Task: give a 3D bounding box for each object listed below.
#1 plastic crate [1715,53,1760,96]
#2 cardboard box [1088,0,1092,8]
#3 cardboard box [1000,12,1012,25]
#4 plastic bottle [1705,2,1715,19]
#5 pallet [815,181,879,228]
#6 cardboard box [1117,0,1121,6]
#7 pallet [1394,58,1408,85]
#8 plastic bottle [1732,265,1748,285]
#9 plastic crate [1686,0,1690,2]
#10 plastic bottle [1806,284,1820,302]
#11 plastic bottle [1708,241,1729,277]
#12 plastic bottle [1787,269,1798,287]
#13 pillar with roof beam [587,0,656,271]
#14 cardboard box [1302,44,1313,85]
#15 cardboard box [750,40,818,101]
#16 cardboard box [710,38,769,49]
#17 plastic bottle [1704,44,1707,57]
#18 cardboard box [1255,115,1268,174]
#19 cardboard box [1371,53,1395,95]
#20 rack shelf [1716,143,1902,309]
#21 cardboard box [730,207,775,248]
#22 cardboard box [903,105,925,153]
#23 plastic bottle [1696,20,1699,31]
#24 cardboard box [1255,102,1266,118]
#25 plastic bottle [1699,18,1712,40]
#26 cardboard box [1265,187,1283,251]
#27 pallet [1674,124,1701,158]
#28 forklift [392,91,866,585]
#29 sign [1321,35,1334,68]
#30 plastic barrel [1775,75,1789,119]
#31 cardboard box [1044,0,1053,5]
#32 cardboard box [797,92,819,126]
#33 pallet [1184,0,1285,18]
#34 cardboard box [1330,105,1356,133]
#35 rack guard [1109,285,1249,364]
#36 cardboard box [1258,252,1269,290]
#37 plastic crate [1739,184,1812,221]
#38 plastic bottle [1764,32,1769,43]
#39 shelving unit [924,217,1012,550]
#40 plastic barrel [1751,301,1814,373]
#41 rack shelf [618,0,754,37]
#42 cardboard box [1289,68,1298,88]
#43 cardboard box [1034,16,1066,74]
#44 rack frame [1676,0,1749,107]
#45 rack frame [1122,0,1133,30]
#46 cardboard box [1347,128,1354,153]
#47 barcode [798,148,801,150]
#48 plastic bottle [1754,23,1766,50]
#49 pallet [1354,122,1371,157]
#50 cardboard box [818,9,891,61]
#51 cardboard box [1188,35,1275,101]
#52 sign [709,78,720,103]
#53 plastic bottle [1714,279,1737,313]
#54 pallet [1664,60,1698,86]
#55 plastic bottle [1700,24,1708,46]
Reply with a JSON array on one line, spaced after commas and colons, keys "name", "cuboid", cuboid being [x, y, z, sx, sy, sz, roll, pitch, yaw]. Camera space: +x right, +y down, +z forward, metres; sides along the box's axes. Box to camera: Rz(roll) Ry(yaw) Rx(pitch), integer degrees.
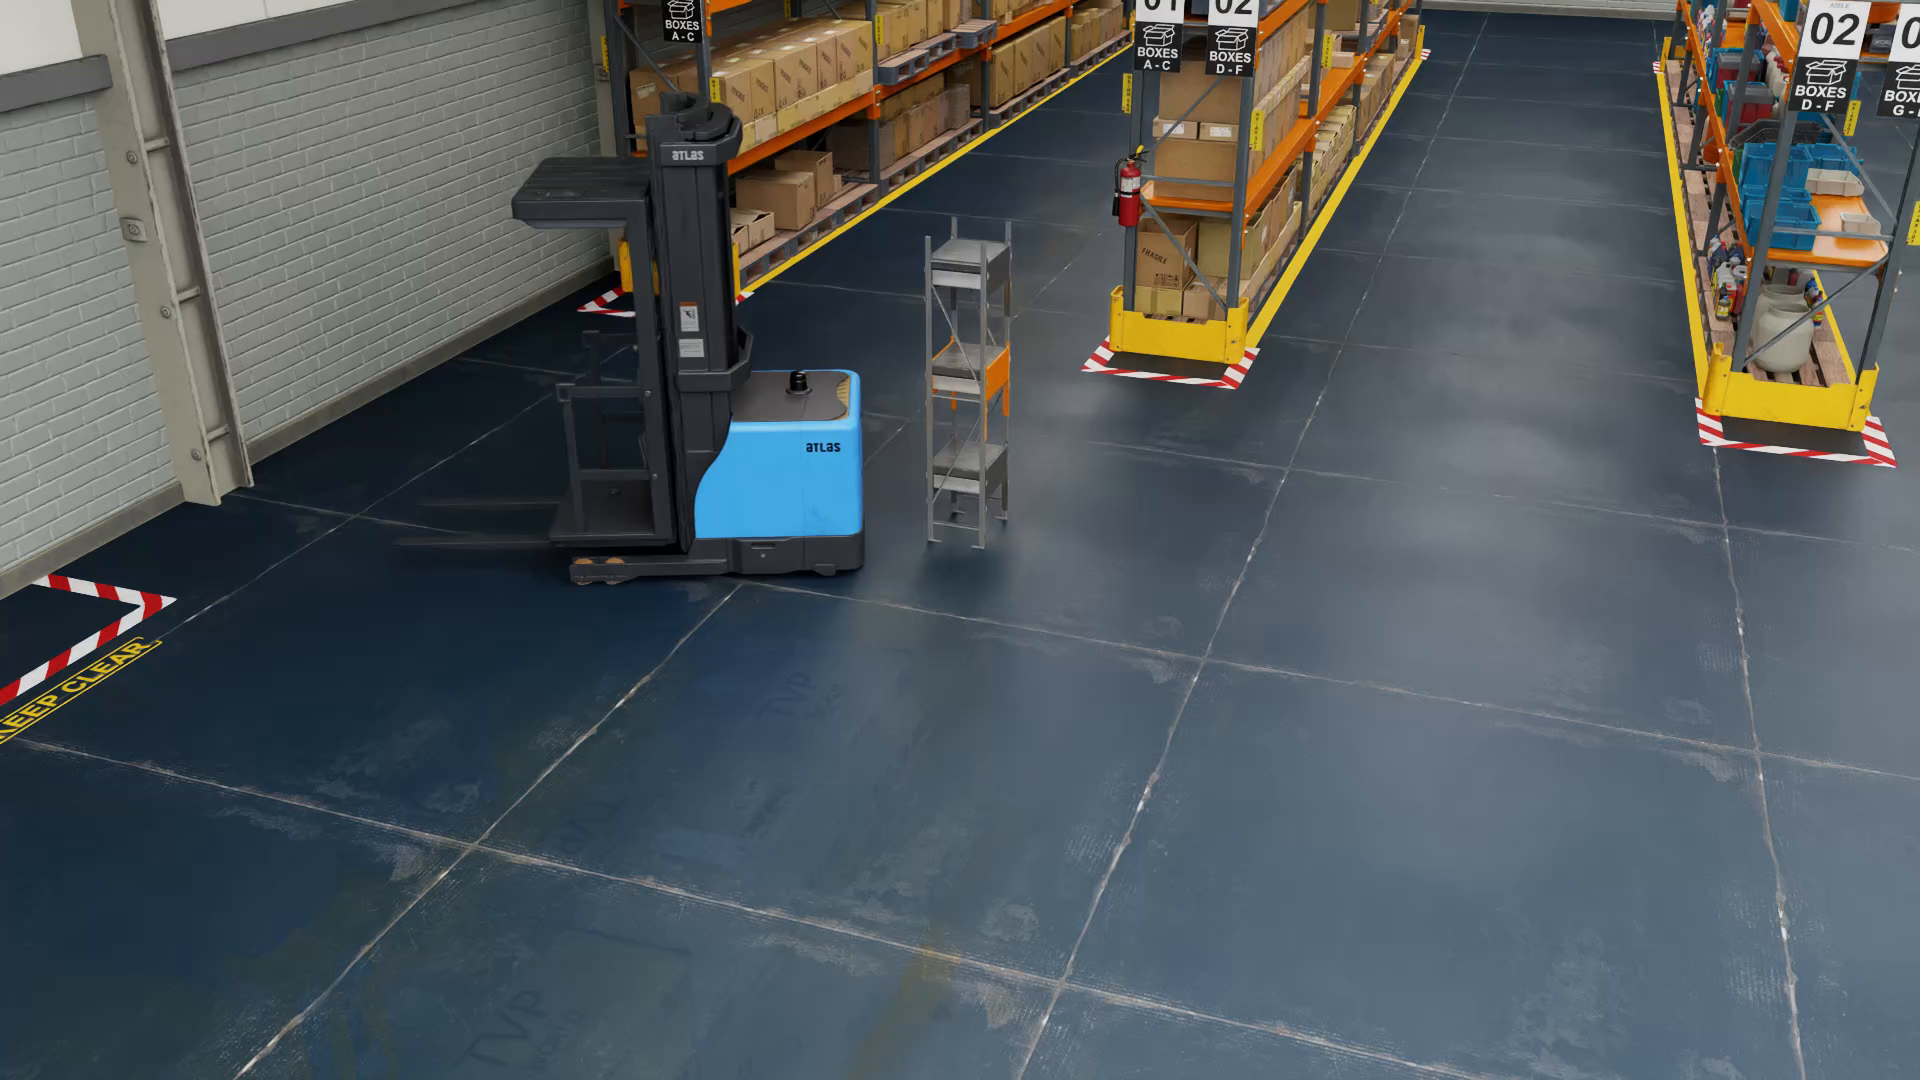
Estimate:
[{"name": "plastic crate", "cuboid": [8.426, -5.005, 18.072, 0.402, 0.464, 0.583, 9, 27, 17]}, {"name": "cardboard box", "cuboid": [2.035, -9.143, 28.335, 0.380, 0.149, 0.250, 9, 27, 18]}, {"name": "cardboard box", "cuboid": [0.498, -7.230, 23.005, 0.380, 0.149, 0.250, 10, 27, 19]}, {"name": "plastic bottle", "cuboid": [10.147, -7.103, 22.536, 0.144, 0.351, 0.185, 9, 27, 17]}, {"name": "pallet", "cuboid": [-1.612, -3.853, 18.965, 1.003, 0.211, 1.213, 9, 27, 17]}, {"name": "cardboard box", "cuboid": [2.562, -9.295, 28.647, 0.380, 0.149, 0.250, 8, 27, 17]}, {"name": "pallet", "cuboid": [6.547, -7.490, 26.477, 1.003, 0.211, 1.213, 9, 27, 17]}, {"name": "plastic bottle", "cuboid": [7.205, -2.389, 15.364, 0.152, 0.276, 0.135, 9, 27, 17]}, {"name": "plastic crate", "cuboid": [10.984, -8.117, 24.696, 0.416, 0.233, 0.300, 9, 27, 17]}, {"name": "plastic bottle", "cuboid": [7.634, -2.160, 14.896, 0.097, 0.271, 0.097, 0, 26, 0]}, {"name": "plastic bottle", "cuboid": [7.261, -2.687, 15.891, 0.144, 0.351, 0.185, 10, 27, 19]}, {"name": "plastic bottle", "cuboid": [7.649, -2.359, 15.292, 0.061, 0.283, 0.133, 9, 27, 17]}, {"name": "pillar with roof beam", "cuboid": [0.724, -6.234, 13.800, 9.100, 9.000, 0.400, 9, 27, 17]}, {"name": "cardboard box", "cuboid": [3.697, -5.247, 18.530, 0.500, 0.500, 0.500, 11, 28, 21]}, {"name": "cardboard box", "cuboid": [-1.798, -4.804, 17.018, 0.500, 0.500, 0.500, 10, 27, 19]}, {"name": "cardboard box", "cuboid": [-2.284, -4.874, 17.164, 0.500, 0.500, 0.500, 9, 27, 18]}, {"name": "plastic bottle", "cuboid": [9.279, -6.074, 20.582, 0.097, 0.201, 0.097, 0, 26, 0]}, {"name": "cardboard box", "cuboid": [2.428, -3.683, 15.300, 0.700, 0.500, 0.500, 9, 27, 18]}, {"name": "cardboard box", "cuboid": [6.019, -6.788, 24.192, 0.500, 0.500, 0.500, 9, 27, 17]}, {"name": "rack shelf", "cuboid": [7.255, -2.807, 14.430, 1.077, 0.370, 4.000, 9, 27, 17]}, {"name": "cardboard box", "cuboid": [-2.248, -3.239, 17.077, 0.500, 0.311, 0.500, 11, 28, 22]}, {"name": "cardboard box", "cuboid": [-0.860, -5.190, 20.891, 0.700, 0.500, 0.500, 9, 27, 18]}, {"name": "plastic bottle", "cuboid": [9.993, -6.957, 22.404, 0.097, 0.201, 0.097, 0, 26, 0]}, {"name": "cardboard box", "cuboid": [2.509, -3.810, 14.818, 0.380, 0.149, 0.250, 8, 27, 17]}, {"name": "plastic bottle", "cuboid": [9.762, -6.669, 21.723, 0.152, 0.276, 0.135, 9, 27, 17]}, {"name": "cardboard box", "cuboid": [2.810, -3.121, 16.068, 0.500, 0.500, 0.500, 9, 27, 17]}, {"name": "pallet", "cuboid": [9.883, -5.171, 21.687, 1.003, 0.211, 1.213, 9, 27, 17]}, {"name": "forklift", "cuboid": [-2.152, -1.266, 10.502, 3.031, 2.935, 1.130, -1, 26, -2]}, {"name": "sign", "cuboid": [3.775, -5.018, 17.087, 0.100, 0.325, 0.005, 9, 27, 17]}, {"name": "plastic barrel", "cuboid": [8.446, -4.375, 16.688, 0.433, 0.535, 0.433, 0, 26, 0]}, {"name": "cardboard box", "cuboid": [1.172, -8.068, 24.737, 0.380, 0.149, 0.250, 9, 27, 17]}, {"name": "cardboard box", "cuboid": [-1.786, -4.473, 17.195, 0.500, 0.250, 0.500, 9, 27, 18]}, {"name": "pallet", "cuboid": [2.180, -4.625, 14.021, 1.003, 0.211, 1.213, 9, 27, 17]}, {"name": "cardboard box", "cuboid": [4.640, -5.269, 20.720, 0.500, 0.311, 0.500, 9, 27, 19]}, {"name": "rack guard", "cuboid": [1.912, -1.893, 14.587, 1.175, 0.500, 0.348, 9, 27, 17]}, {"name": "cardboard box", "cuboid": [2.638, -2.579, 15.809, 0.500, 0.250, 0.500, 9, 27, 17]}, {"name": "plastic crate", "cuboid": [6.696, -2.757, 13.672, 0.499, 0.251, 0.408, 9, 27, 17]}, {"name": "plastic bottle", "cuboid": [10.162, -6.241, 20.840, 0.152, 0.276, 0.135, 9, 27, 17]}, {"name": "shelving unit", "cuboid": [0.055, -1.013, 10.933, 0.431, 2.100, 0.503, 9, 27, 17]}, {"name": "plastic barrel", "cuboid": [6.737, -1.659, 13.608, 0.421, 0.512, 0.421, 0, 26, 0]}, {"name": "rack shelf", "cuboid": [-2.087, -5.593, 16.744, 1.077, 0.370, 4.000, 9, 27, 17]}, {"name": "cardboard box", "cuboid": [3.107, -4.549, 16.344, 0.380, 0.149, 0.250, 9, 27, 17]}, {"name": "cardboard box", "cuboid": [1.147, -7.612, 25.515, 0.750, 0.750, 0.750, 9, 27, 18]}, {"name": "rack frame", "cuboid": [10.583, -7.240, 22.761, 1.000, 3.000, 0.127, 9, 27, 17]}, {"name": "rack frame", "cuboid": [2.572, -10.320, 29.123, 1.000, 3.000, 0.127, 9, 27, 17]}, {"name": "cardboard box", "cuboid": [4.637, -5.016, 20.841, 0.500, 0.250, 0.500, 9, 27, 19]}, {"name": "barcode", "cuboid": [-1.828, -4.419, 18.931, 0.001, 0.075, 0.075, 9, 27, 17]}, {"name": "plastic bottle", "cuboid": [10.031, -6.307, 20.890, 0.144, 0.351, 0.185, 9, 27, 17]}, {"name": "pallet", "cuboid": [4.866, -5.362, 22.083, 1.003, 0.211, 1.213, 9, 27, 17]}, {"name": "cardboard box", "cuboid": [-1.220, -5.836, 19.242, 0.700, 0.500, 0.500, 9, 27, 18]}, {"name": "cardboard box", "cuboid": [2.442, -4.293, 15.072, 0.700, 0.500, 0.500, 9, 27, 18]}, {"name": "sign", "cuboid": [-2.241, -4.056, 15.192, 0.100, 0.325, 0.005, 9, 27, 17]}, {"name": "plastic bottle", "cuboid": [6.897, -2.199, 14.969, 0.152, 0.276, 0.135, 9, 27, 18]}, {"name": "pallet", "cuboid": [11.603, -7.295, 26.075, 1.003, 0.211, 1.213, 9, 27, 17]}, {"name": "plastic bottle", "cuboid": [9.588, -6.487, 21.355, 0.097, 0.271, 0.097, 0, 26, 0]}]
